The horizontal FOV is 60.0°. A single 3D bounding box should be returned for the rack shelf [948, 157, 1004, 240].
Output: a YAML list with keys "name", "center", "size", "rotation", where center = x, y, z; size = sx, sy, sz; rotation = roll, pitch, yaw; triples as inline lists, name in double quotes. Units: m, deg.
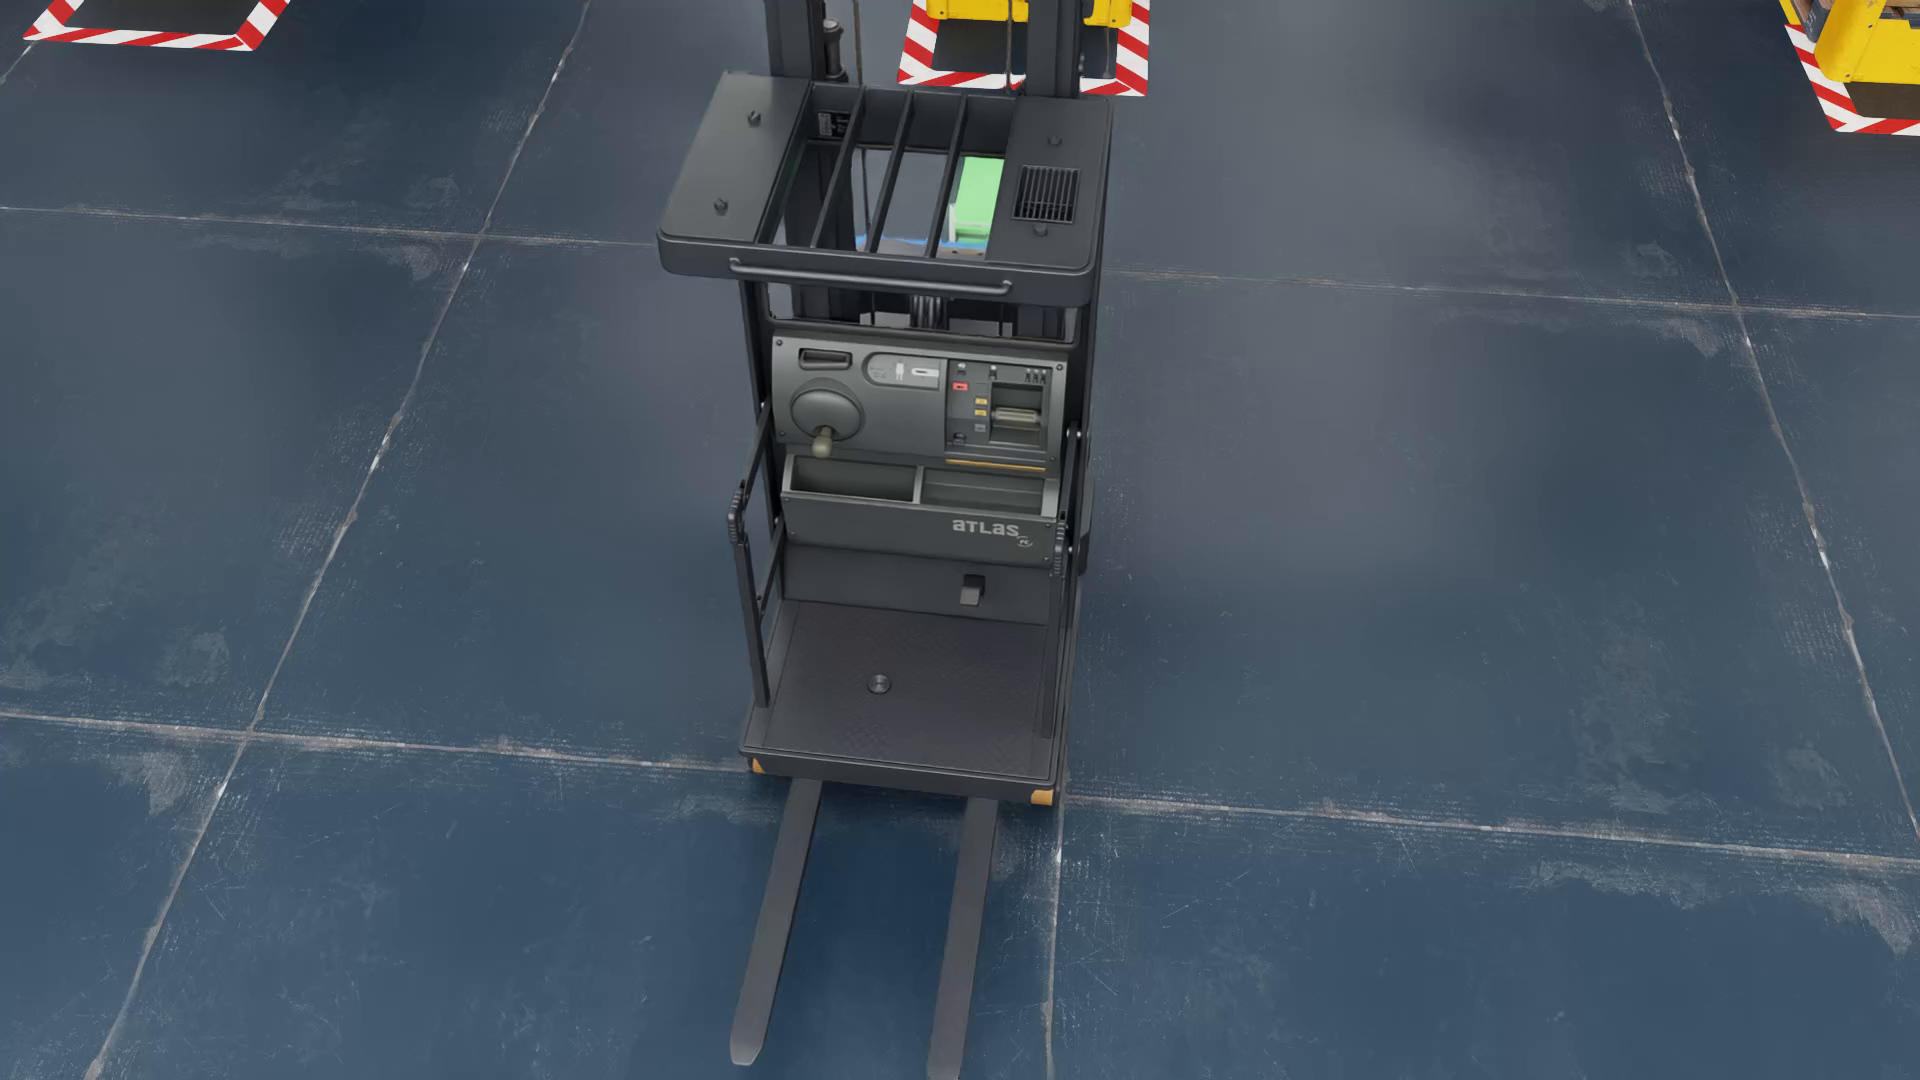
- name: "rack shelf"
  center: [0.113, -1.321, 6.607]
  size: [0.258, 0.148, 0.480]
  rotation: [6, 48, 5]

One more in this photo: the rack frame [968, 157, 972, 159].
- name: "rack frame"
  center: [0.145, -1.219, 7.078]
  size: [0.240, 1.200, 0.015]
  rotation: [6, 48, 5]

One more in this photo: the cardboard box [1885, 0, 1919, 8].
- name: "cardboard box"
  center: [5.318, -3.544, 9.140]
  size: [0.875, 0.875, 0.875]
  rotation: [4, 48, 4]

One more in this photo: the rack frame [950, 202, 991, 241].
- name: "rack frame"
  center: [0.080, -0.862, 6.751]
  size: [0.240, 1.200, 0.015]
  rotation: [6, 48, 5]

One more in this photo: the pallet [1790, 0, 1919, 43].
- name: "pallet"
  center: [5.317, -3.269, 9.623]
  size: [1.003, 0.211, 1.213]
  rotation: [4, 48, 4]

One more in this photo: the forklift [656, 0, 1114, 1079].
- name: "forklift"
  center: [-0.158, -0.331, 5.092]
  size: [1.130, 2.935, 3.031]
  rotation: [6, 48, 5]

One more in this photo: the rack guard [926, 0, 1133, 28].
- name: "rack guard"
  center: [0.399, -3.237, 9.398]
  size: [1.175, 0.500, 0.348]
  rotation: [4, 48, 4]

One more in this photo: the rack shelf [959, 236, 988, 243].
- name: "rack shelf"
  center: [0.113, -1.159, 6.784]
  size: [0.258, 0.148, 0.480]
  rotation: [6, 48, 5]

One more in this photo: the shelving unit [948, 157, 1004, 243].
- name: "shelving unit"
  center: [0.113, -1.040, 6.914]
  size: [0.258, 1.200, 0.503]
  rotation: [6, 48, 5]

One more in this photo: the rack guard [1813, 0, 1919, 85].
- name: "rack guard"
  center: [5.320, -2.756, 8.958]
  size: [1.175, 0.500, 0.348]
  rotation: [4, 48, 4]

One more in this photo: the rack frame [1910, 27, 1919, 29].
- name: "rack frame"
  center: [5.322, -3.617, 8.051]
  size: [1.000, 3.000, 0.127]
  rotation: [4, 48, 4]
